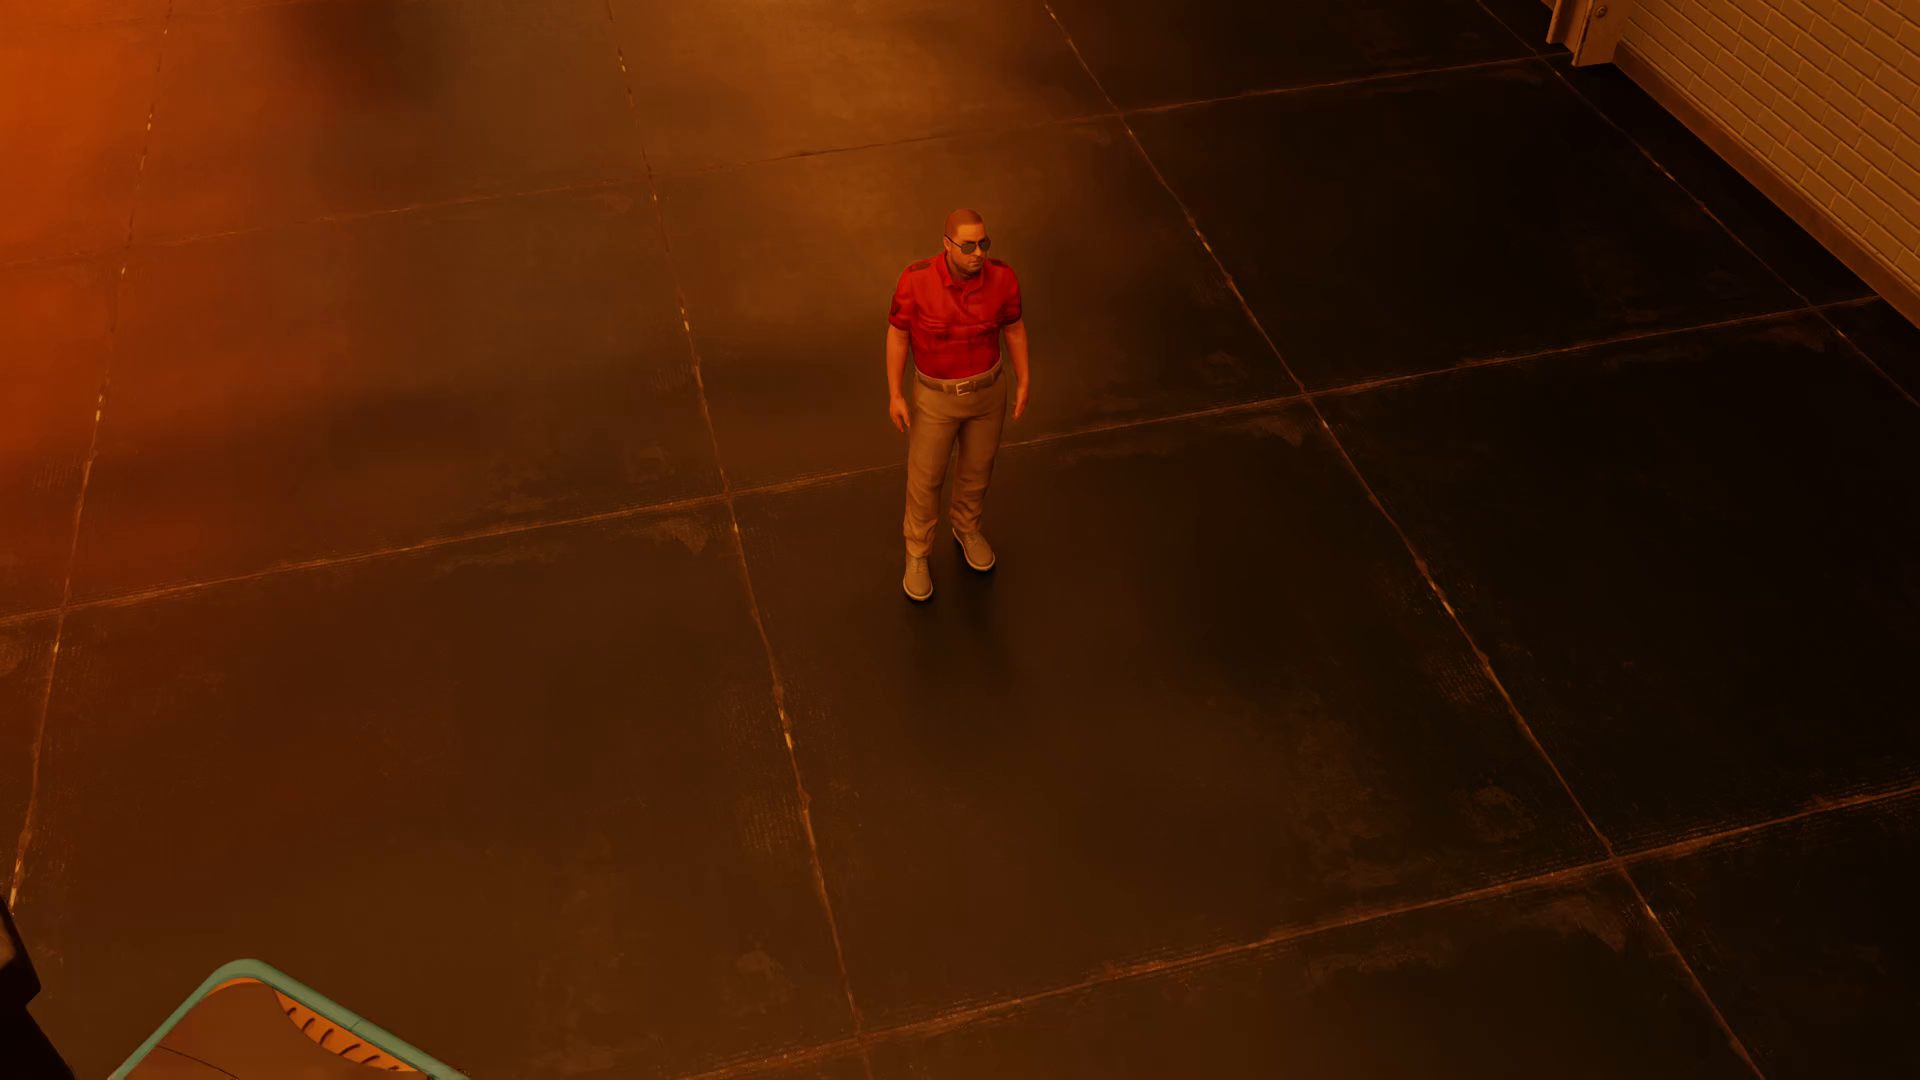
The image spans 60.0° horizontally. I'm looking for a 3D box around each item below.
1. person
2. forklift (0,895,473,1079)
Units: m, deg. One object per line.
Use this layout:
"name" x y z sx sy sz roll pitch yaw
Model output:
"person" 0.012 -0.573 7.114 0.641 1.728 0.550 -10 44 -11
"forklift" -2.424 1.983 3.547 1.130 2.935 3.031 20 47 20
